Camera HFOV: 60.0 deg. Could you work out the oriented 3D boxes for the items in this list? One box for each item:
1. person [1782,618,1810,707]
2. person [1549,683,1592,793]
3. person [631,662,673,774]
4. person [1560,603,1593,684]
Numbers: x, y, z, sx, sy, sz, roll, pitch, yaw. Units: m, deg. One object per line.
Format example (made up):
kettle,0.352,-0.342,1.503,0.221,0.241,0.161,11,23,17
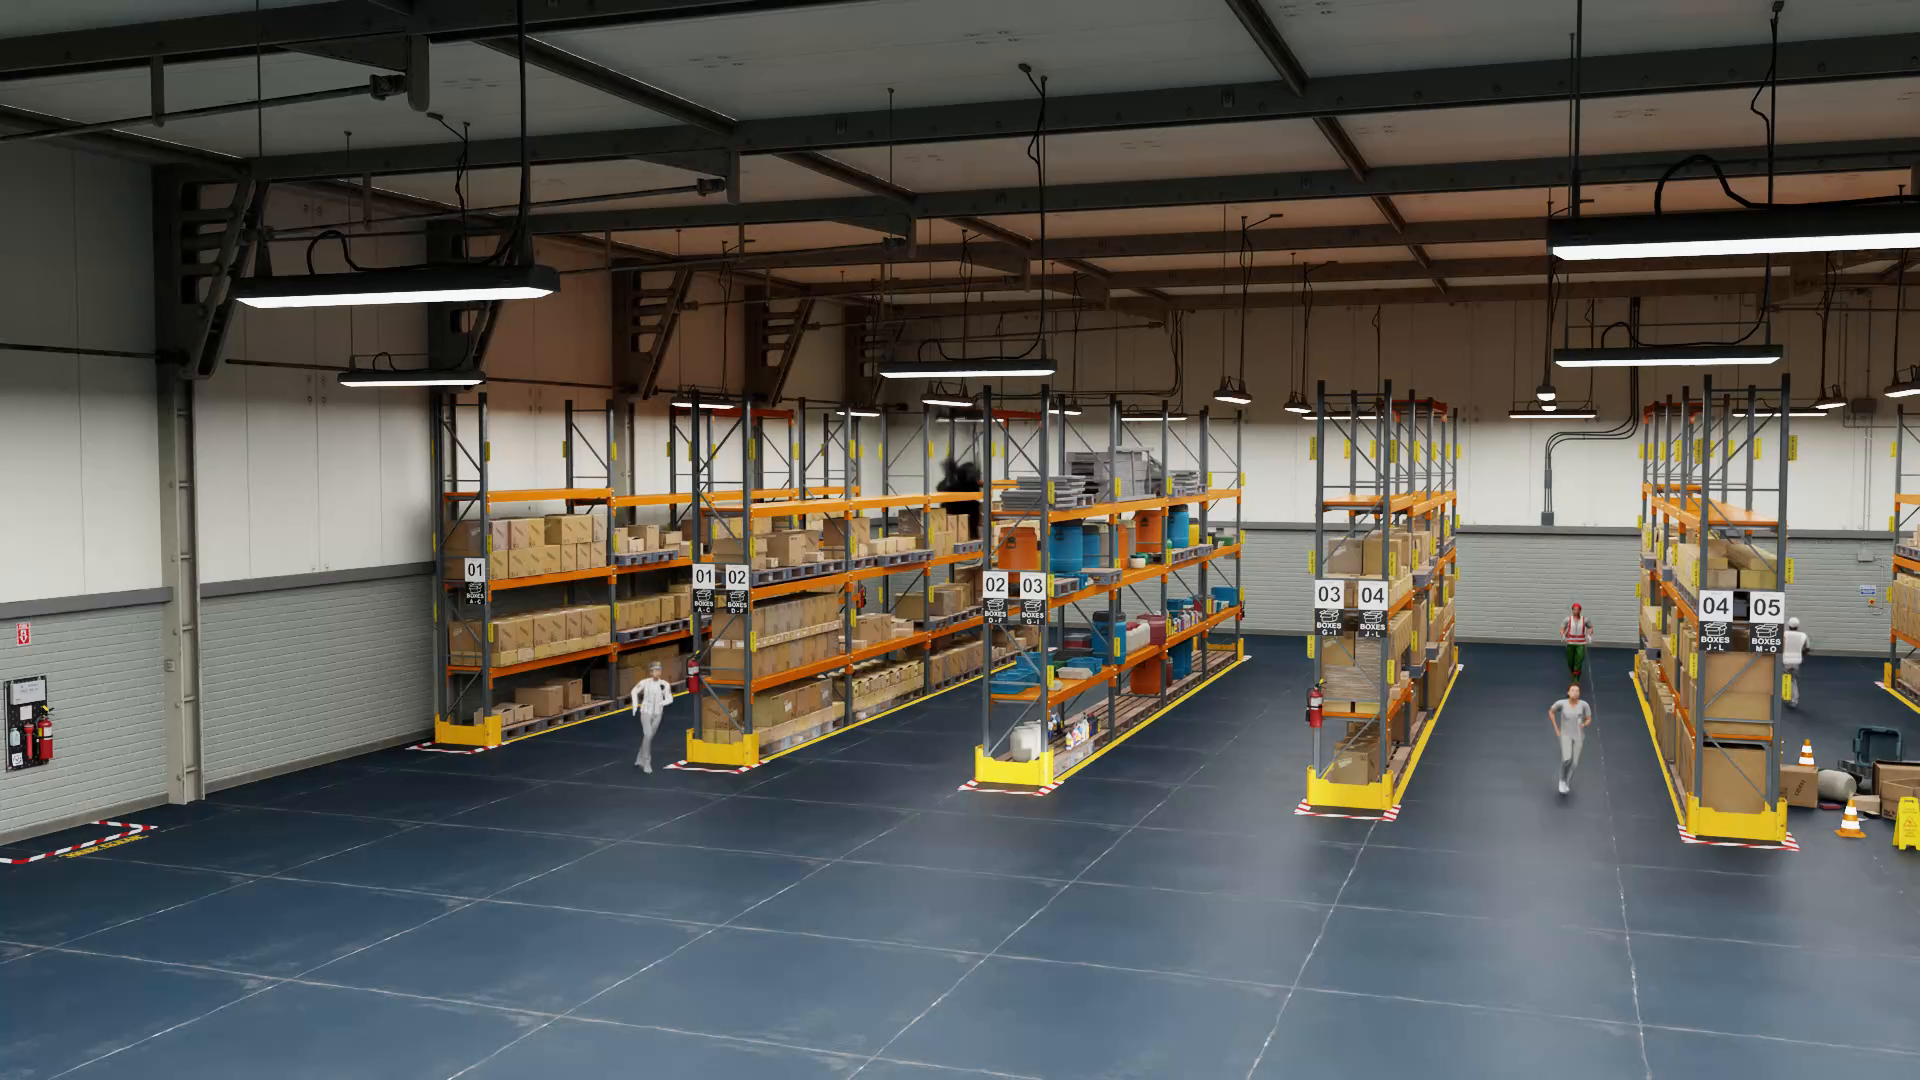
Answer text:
person,16.337,2.385,32.748,0.687,1.738,0.551,1,3,11
person,8.889,2.881,24.182,0.559,1.627,0.665,0,3,7
person,-4.827,2.762,26.178,0.594,1.691,0.796,-1,3,-25
person,13.159,2.227,35.500,0.669,1.769,0.908,1,3,21
